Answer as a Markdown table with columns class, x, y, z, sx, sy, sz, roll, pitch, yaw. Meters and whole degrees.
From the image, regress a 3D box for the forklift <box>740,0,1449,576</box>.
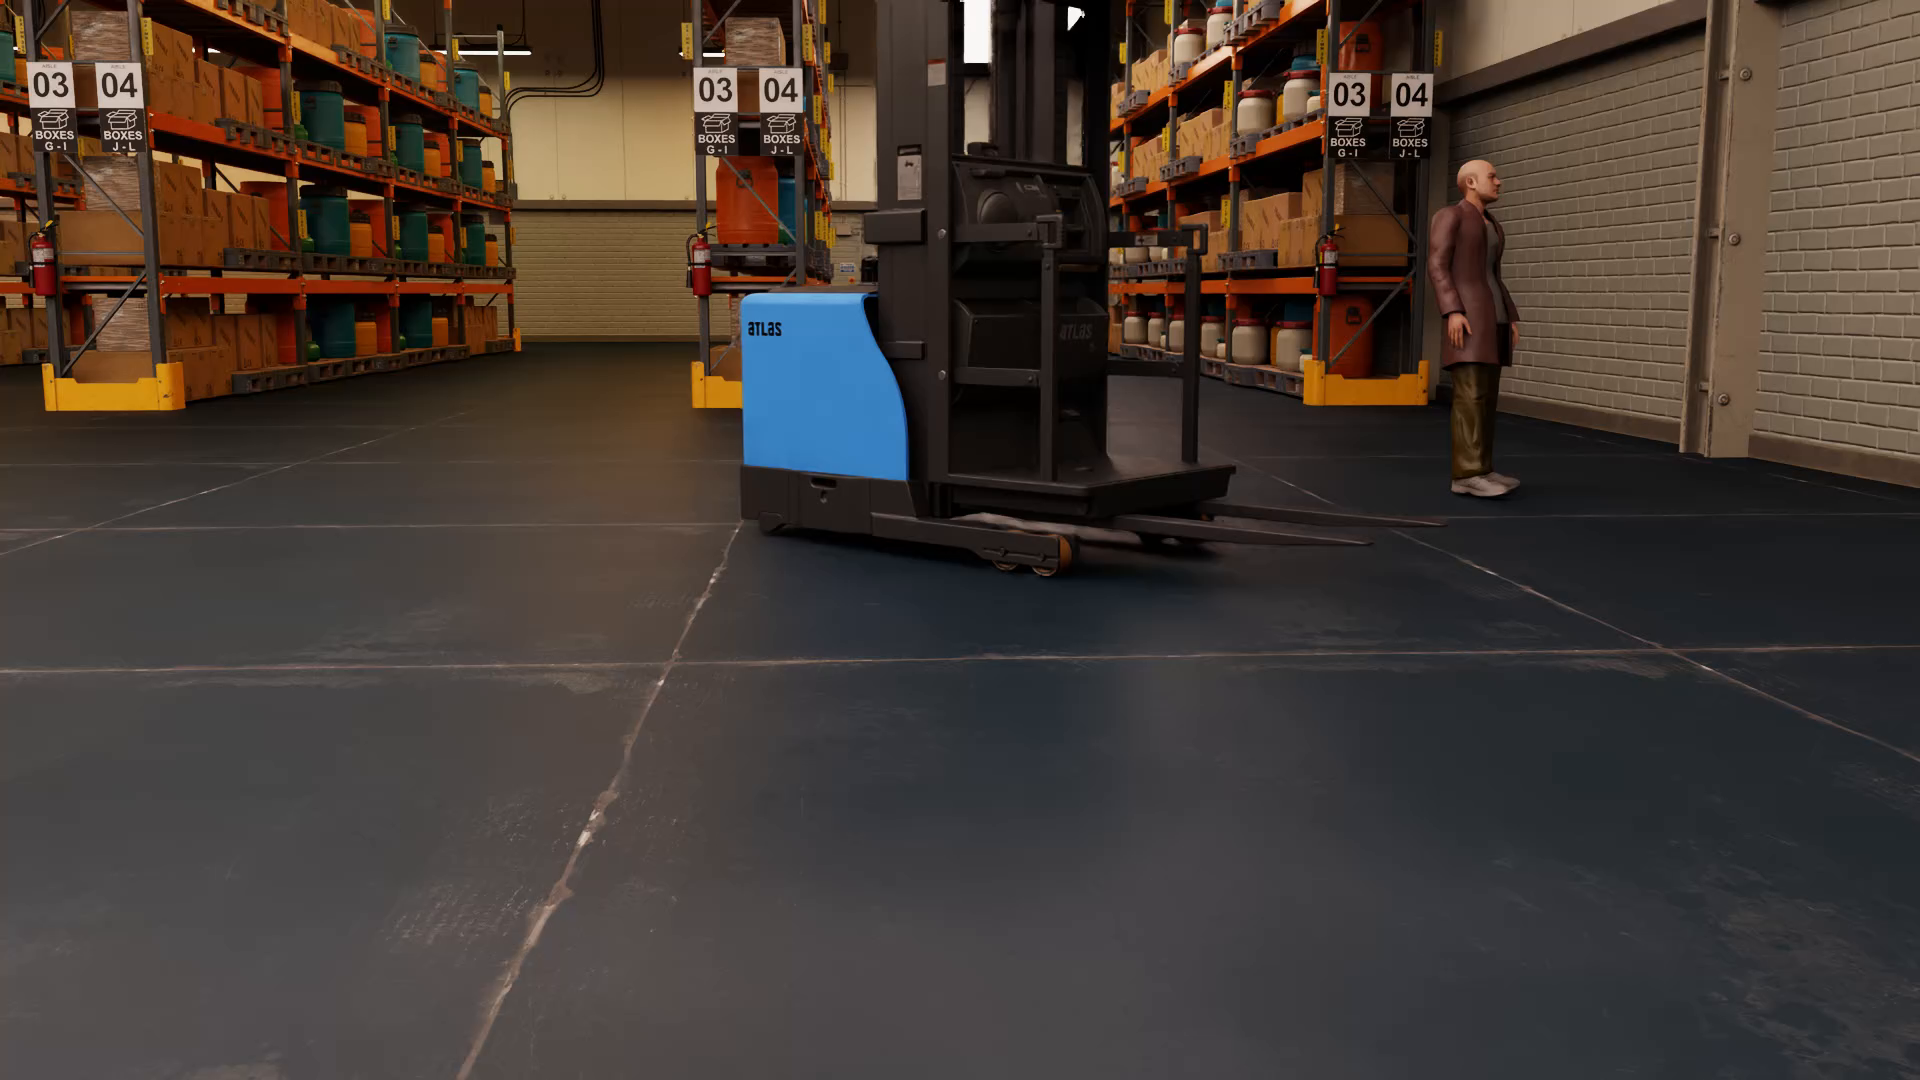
| class | x | y | z | sx | sy | sz | roll | pitch | yaw |
| --- | --- | --- | --- | --- | --- | --- | --- | --- | --- |
| forklift | 0.457 | -1.397 | 6.737 | 3.031 | 2.935 | 1.130 | 7 | 11 | 40 |

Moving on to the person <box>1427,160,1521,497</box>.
| class | x | y | z | sx | sy | sz | roll | pitch | yaw |
| --- | --- | --- | --- | --- | --- | --- | --- | --- | --- |
| person | 2.865 | -1.149 | 8.949 | 0.695 | 1.775 | 0.584 | -8 | 11 | -43 |
